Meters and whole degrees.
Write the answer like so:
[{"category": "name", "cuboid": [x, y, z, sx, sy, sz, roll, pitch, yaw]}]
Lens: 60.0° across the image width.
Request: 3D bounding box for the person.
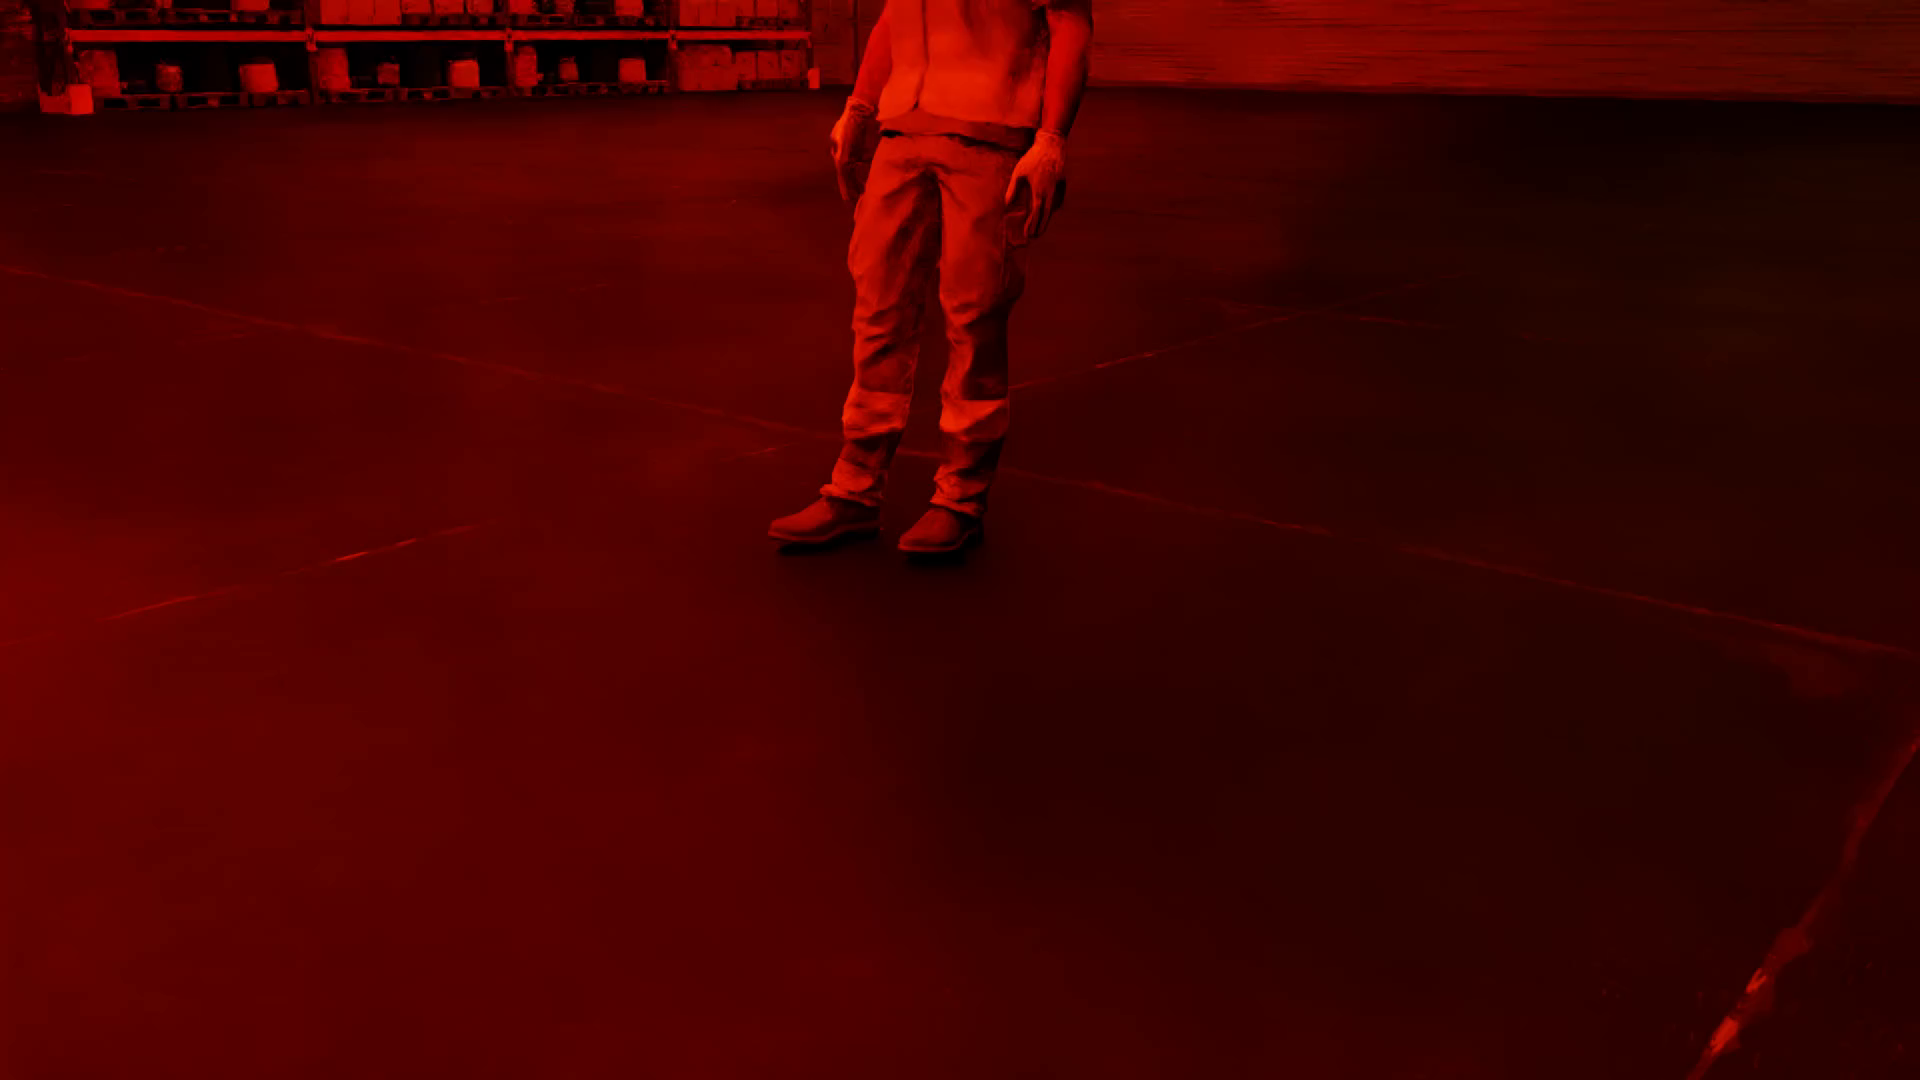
[{"category": "person", "cuboid": [-0.060, -0.847, 3.627, 0.637, 1.787, 0.563, 13, 21, 37]}]
